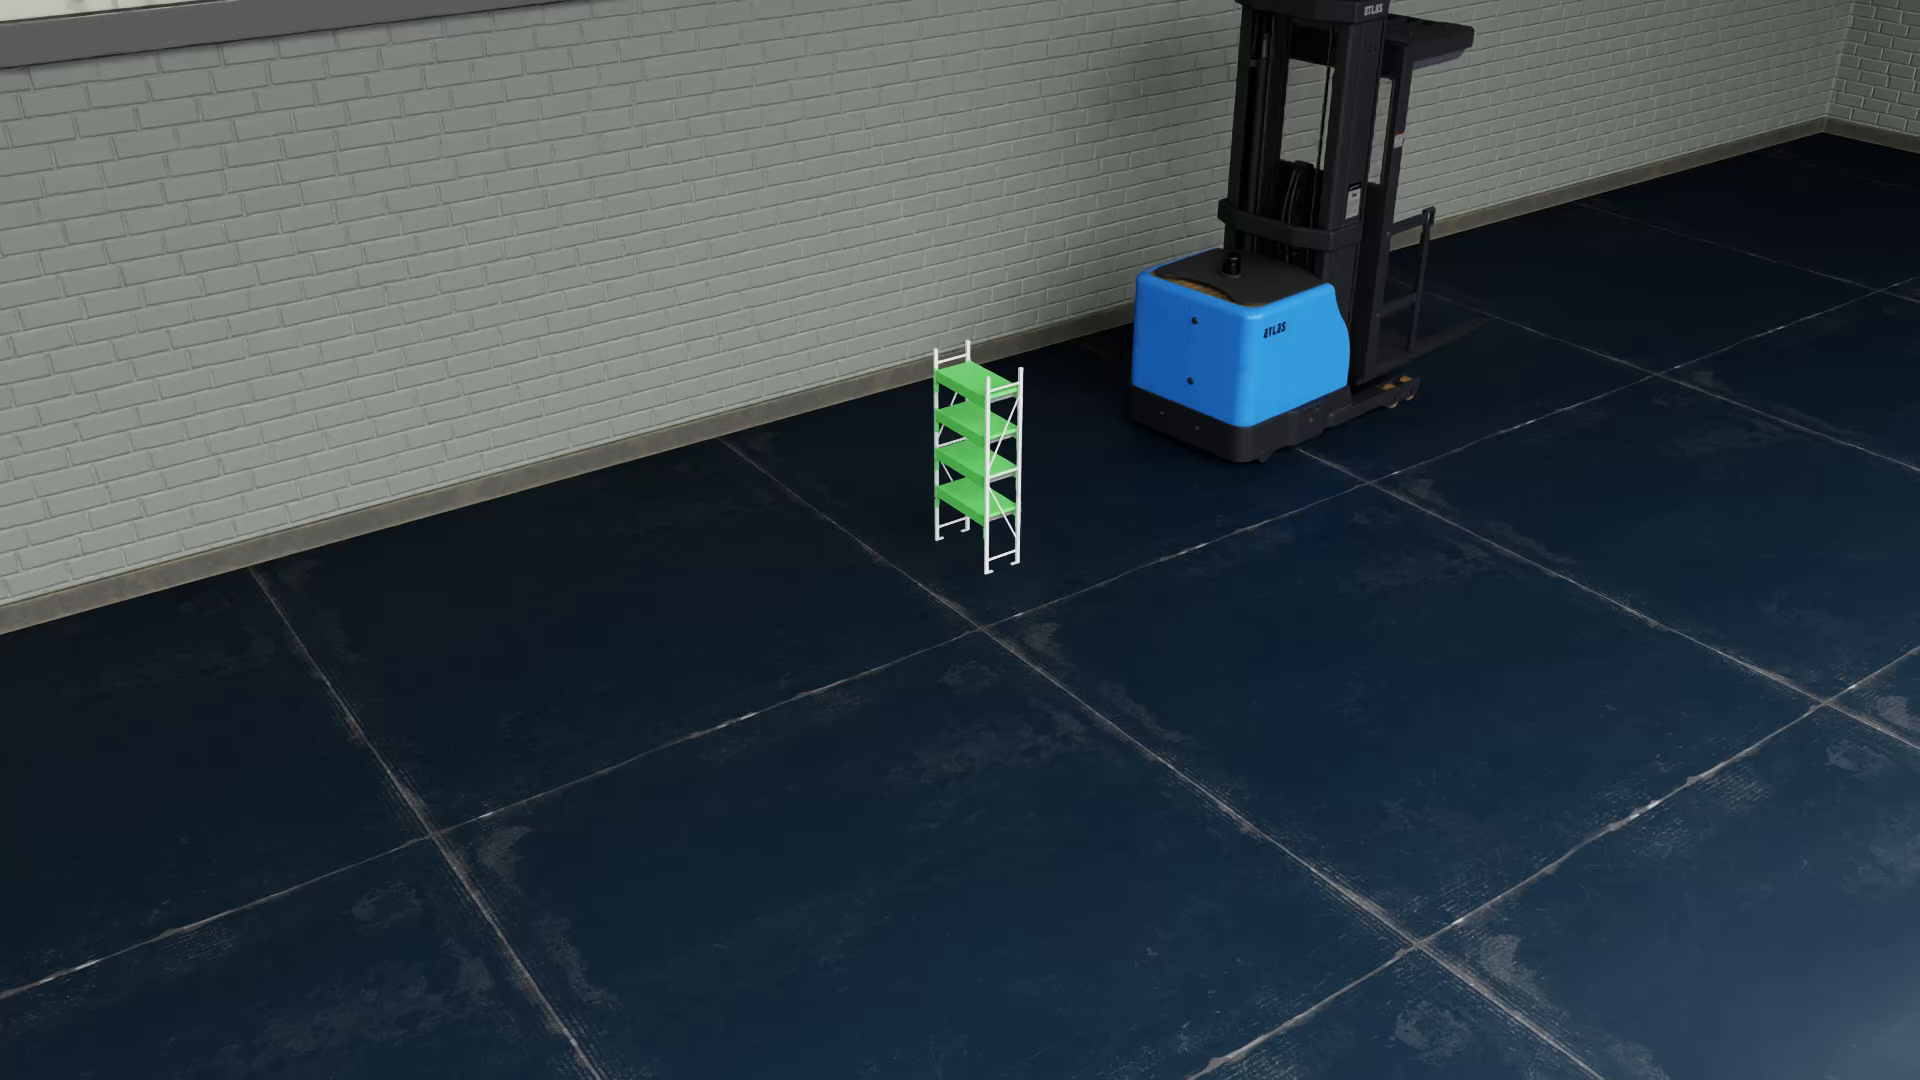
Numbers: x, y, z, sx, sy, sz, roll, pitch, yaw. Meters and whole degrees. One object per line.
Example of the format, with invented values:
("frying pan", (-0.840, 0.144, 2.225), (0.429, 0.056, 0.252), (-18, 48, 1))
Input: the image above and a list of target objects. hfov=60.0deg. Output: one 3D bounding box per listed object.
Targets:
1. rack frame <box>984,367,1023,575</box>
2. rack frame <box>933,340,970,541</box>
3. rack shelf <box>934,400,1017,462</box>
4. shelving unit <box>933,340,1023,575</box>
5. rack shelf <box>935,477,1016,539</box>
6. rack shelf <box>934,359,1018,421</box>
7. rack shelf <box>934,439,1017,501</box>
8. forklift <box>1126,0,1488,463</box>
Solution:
("rack frame", (0.238, -0.368, 9.170), (0.240, 1.200, 0.015), (-19, 34, -31))
("rack frame", (-0.046, -0.558, 9.520), (0.240, 1.200, 0.015), (-19, 34, -31))
("rack shelf", (0.096, -0.618, 9.261), (0.258, 0.148, 0.480), (-19, 34, -31))
("shelving unit", (0.096, -0.463, 9.345), (0.258, 1.200, 0.503), (-19, 34, -31))
("rack shelf", (0.096, -0.196, 9.490), (0.258, 0.148, 0.480), (-19, 34, -31))
("rack shelf", (0.096, -0.829, 9.147), (0.258, 0.148, 0.480), (-19, 34, -31))
("rack shelf", (0.096, -0.407, 9.376), (0.258, 0.148, 0.480), (-19, 34, -31))
("forklift", (2.551, -2.359, 11.022), (3.031, 2.935, 1.130), (-23, 36, -36))
